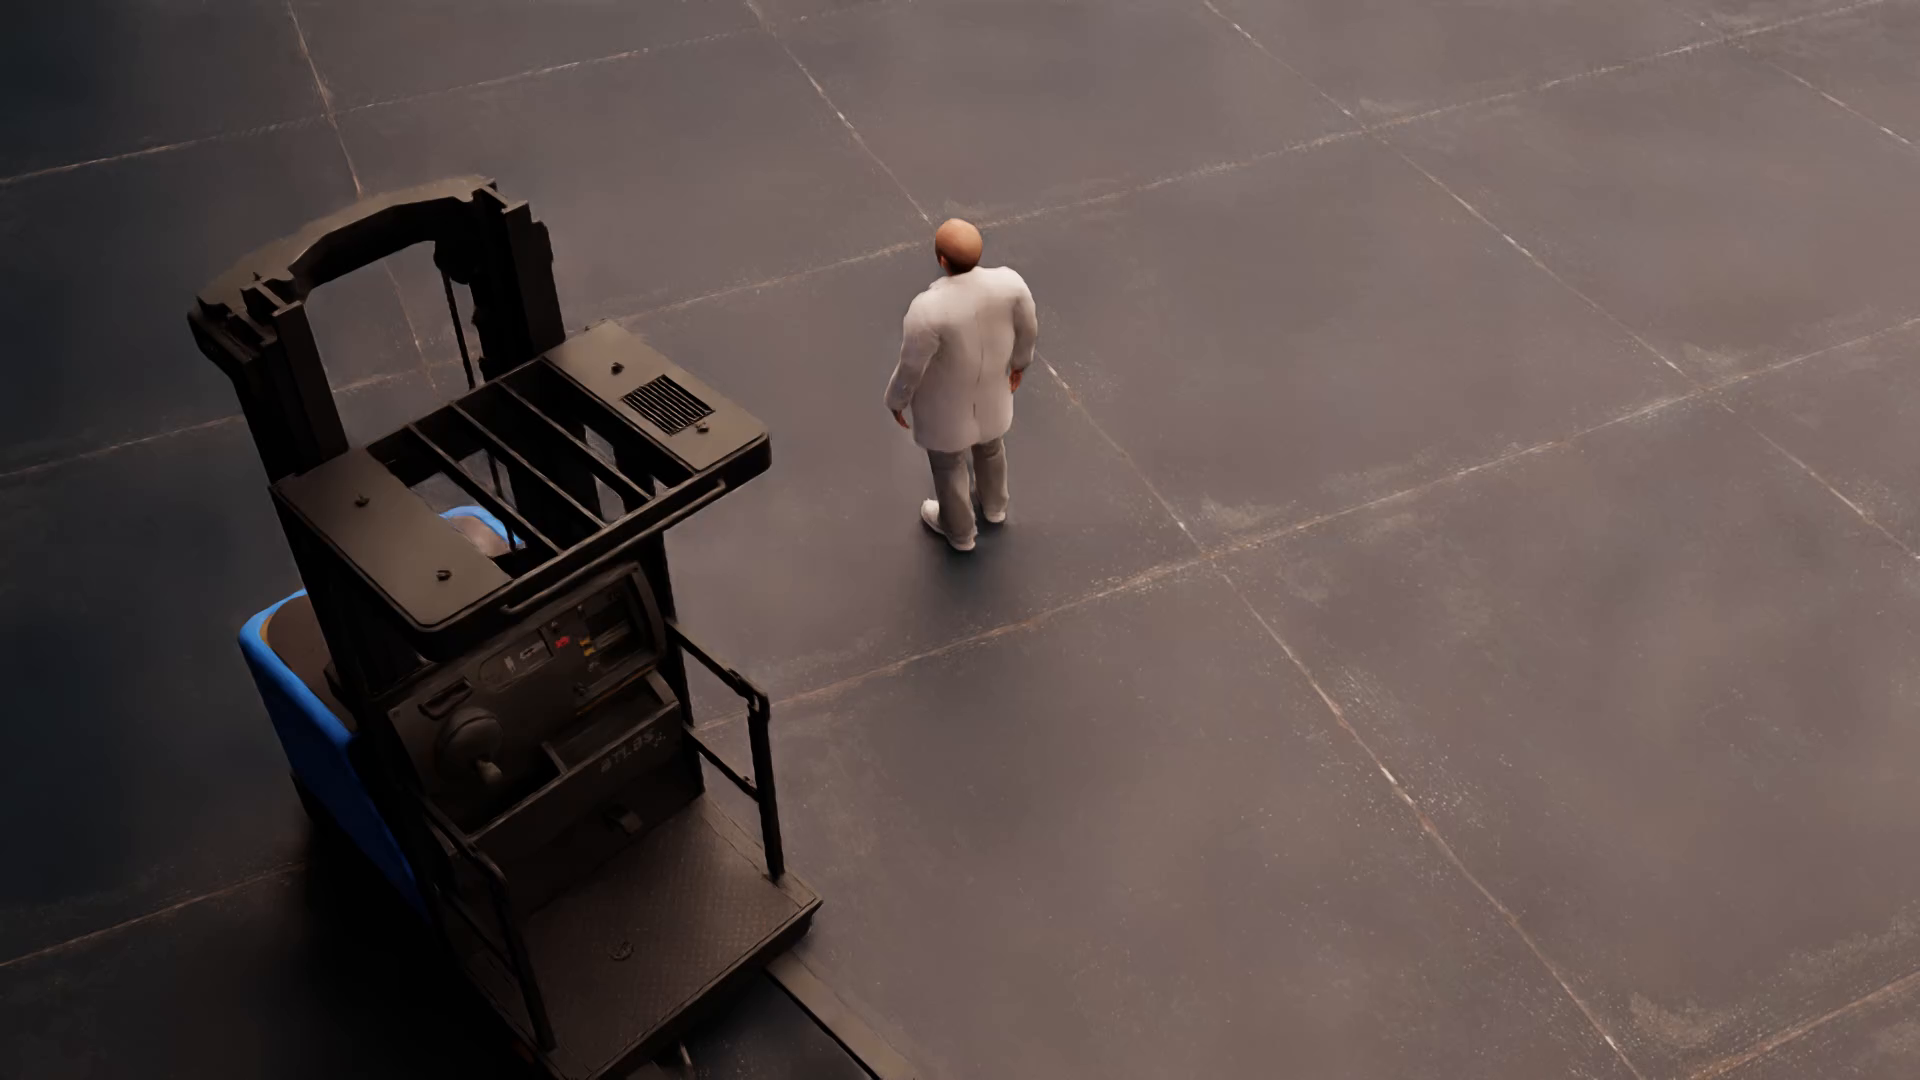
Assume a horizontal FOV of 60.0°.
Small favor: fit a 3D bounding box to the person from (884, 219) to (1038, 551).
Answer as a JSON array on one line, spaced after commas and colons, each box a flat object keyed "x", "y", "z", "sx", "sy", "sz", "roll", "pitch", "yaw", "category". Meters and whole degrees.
[{"x": -0.034, "y": -0.713, "z": 7.279, "sx": 0.694, "sy": 1.776, "sz": 0.579, "roll": -18, "pitch": 46, "yaw": -18, "category": "person"}]

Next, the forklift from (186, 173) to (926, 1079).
[{"x": -1.203, "y": 0.497, "z": 5.147, "sx": 1.130, "sy": 2.935, "sz": 3.031, "roll": -34, "pitch": 53, "yaw": -31, "category": "forklift"}]
